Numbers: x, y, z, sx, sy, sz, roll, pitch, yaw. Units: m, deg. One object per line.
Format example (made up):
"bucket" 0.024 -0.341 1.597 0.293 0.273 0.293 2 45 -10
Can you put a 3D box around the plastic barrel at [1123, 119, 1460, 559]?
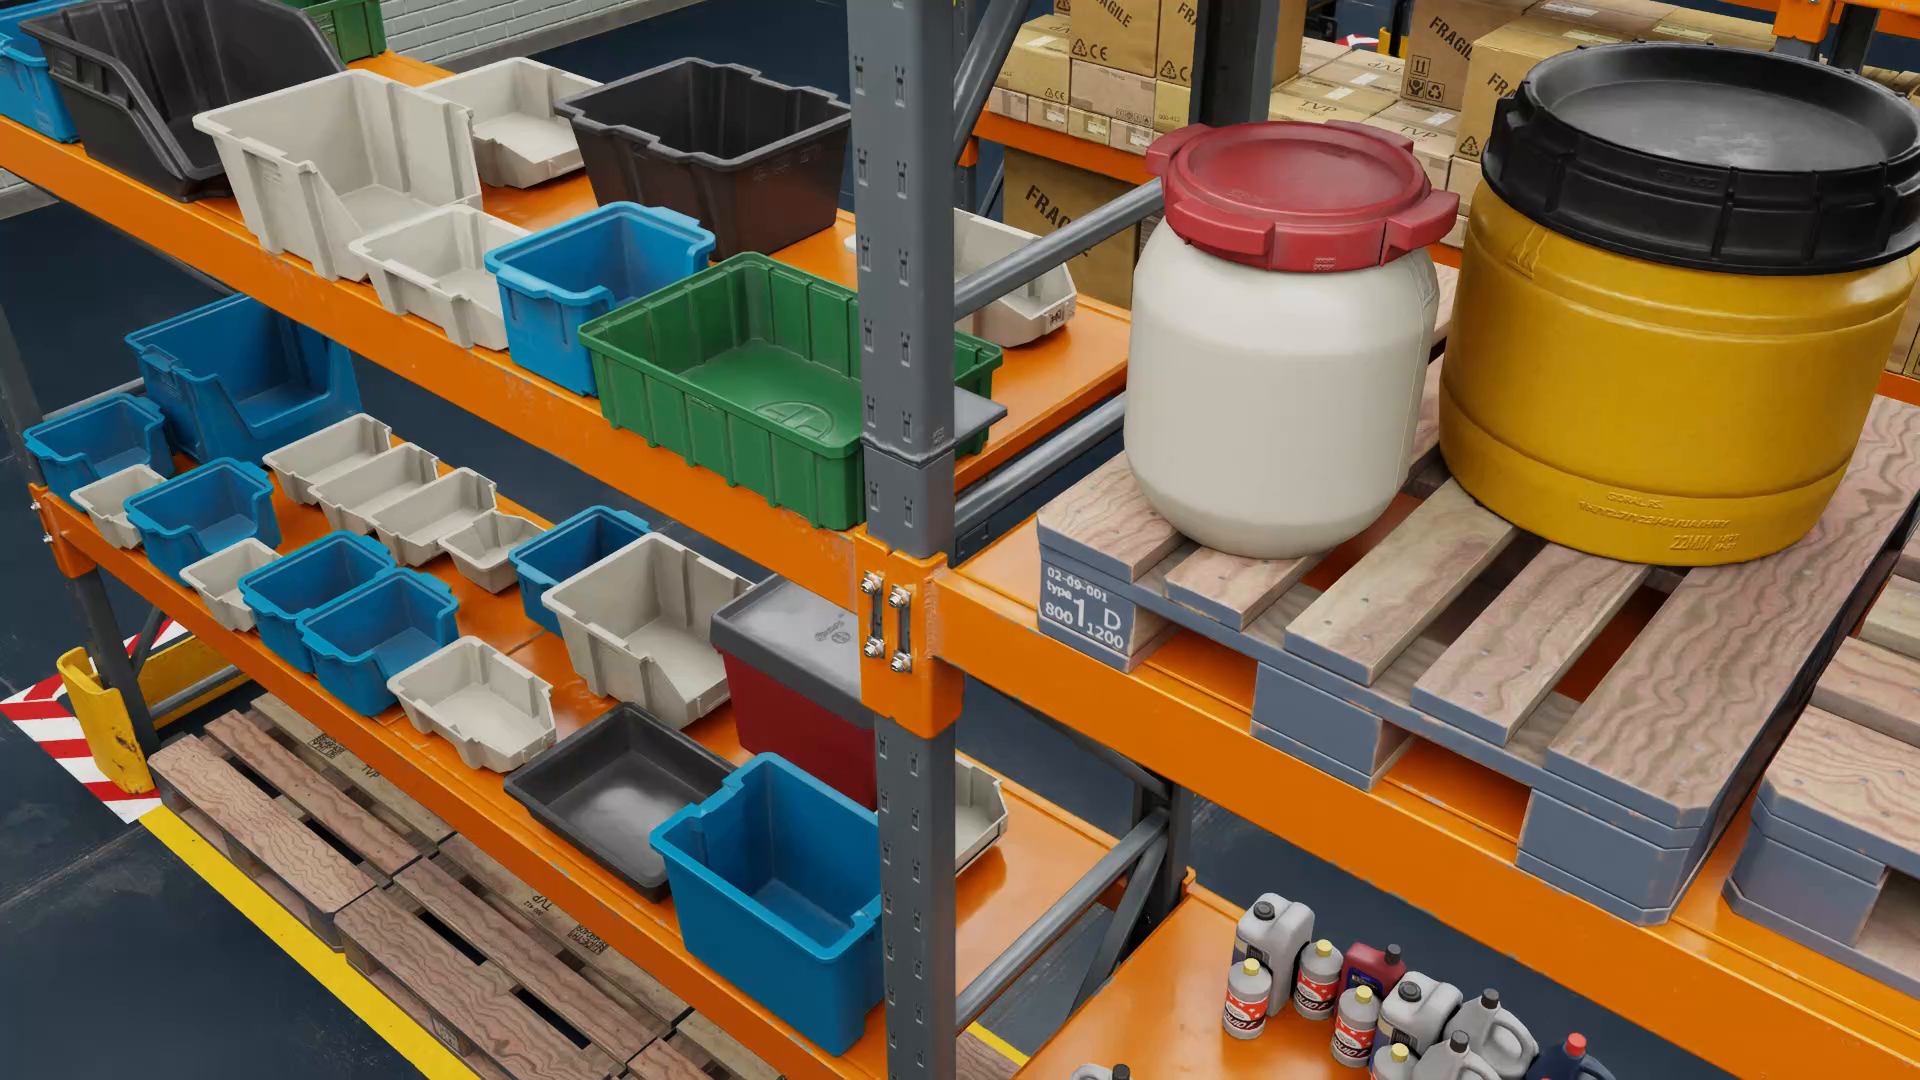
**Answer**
"plastic barrel" 0.452 -0.280 2.367 0.433 0.535 0.433 0 34 0

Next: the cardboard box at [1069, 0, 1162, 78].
"cardboard box" 0.884 -2.615 8.116 0.500 0.500 0.500 24 41 31

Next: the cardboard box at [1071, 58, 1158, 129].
"cardboard box" 0.903 -2.302 8.322 0.500 0.250 0.500 25 41 31

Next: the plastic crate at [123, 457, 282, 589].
"plastic crate" -2.381 -0.047 5.264 0.300 0.233 0.416 25 42 32

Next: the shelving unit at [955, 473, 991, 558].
"shelving unit" -0.127 -0.555 7.498 0.503 1.200 0.258 25 42 32

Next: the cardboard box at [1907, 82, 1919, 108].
"cardboard box" 3.874 -1.496 6.304 0.637 0.503 0.797 24 41 31

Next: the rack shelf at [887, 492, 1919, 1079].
"rack shelf" 1.745 0.671 2.110 4.000 0.370 1.077 25 42 32

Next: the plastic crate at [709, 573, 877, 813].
"plastic crate" -0.317 0.402 4.405 0.583 0.464 0.402 25 42 32

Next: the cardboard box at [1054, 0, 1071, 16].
"cardboard box" 0.846 -3.025 8.713 0.500 0.500 0.500 26 42 32

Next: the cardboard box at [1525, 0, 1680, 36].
"cardboard box" 2.799 -2.105 7.373 0.500 0.500 0.500 25 42 32

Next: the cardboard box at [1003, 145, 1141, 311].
"cardboard box" 0.846 -1.818 9.253 0.875 0.875 0.875 25 42 32

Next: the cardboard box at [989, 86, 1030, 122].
"cardboard box" 0.365 -2.342 8.732 0.250 0.149 0.380 26 42 32

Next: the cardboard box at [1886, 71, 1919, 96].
"cardboard box" 6.323 -2.974 11.052 0.250 0.149 0.380 28 43 34

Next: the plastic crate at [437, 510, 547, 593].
"plastic crate" -1.441 0.038 5.224 0.250 0.136 0.298 25 42 32

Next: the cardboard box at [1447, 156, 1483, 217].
"cardboard box" 2.471 -1.562 7.244 0.500 0.250 0.500 27 43 33

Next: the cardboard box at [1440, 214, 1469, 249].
"cardboard box" 2.341 -1.413 7.379 0.250 0.149 0.380 26 42 33

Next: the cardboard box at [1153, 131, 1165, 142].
"cardboard box" 1.156 -1.971 8.192 0.250 0.149 0.380 24 41 31

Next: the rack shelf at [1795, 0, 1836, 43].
"rack shelf" 4.914 -1.484 5.248 4.000 0.370 1.077 25 42 32

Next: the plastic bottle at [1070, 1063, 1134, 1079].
"plastic bottle" 0.303 1.190 3.412 0.185 0.351 0.144 25 42 32

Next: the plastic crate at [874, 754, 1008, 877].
"plastic crate" -0.058 0.739 4.204 0.243 0.136 0.396 25 42 32

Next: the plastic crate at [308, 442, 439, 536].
"plastic crate" -1.910 -0.151 5.500 0.243 0.136 0.396 25 42 32

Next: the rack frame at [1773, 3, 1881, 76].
"rack frame" 3.377 -1.269 6.948 0.127 3.000 1.000 25 42 32

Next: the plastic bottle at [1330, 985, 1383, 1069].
"plastic bottle" 0.888 1.075 3.711 0.097 0.201 0.097 0 34 0

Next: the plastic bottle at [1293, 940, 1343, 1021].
"plastic bottle" 0.825 1.000 3.819 0.097 0.201 0.097 0 34 0

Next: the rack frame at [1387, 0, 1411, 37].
"rack frame" 3.554 -4.839 12.146 0.127 3.000 1.000 25 42 32

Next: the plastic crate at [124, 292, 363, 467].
"plastic crate" -2.489 -0.562 5.835 0.499 0.435 0.616 25 42 32

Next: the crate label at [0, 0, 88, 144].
"crate label" -2.363 -1.263 4.421 0.502 0.251 0.408 25 42 32

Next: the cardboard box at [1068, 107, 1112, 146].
"cardboard box" 0.760 -2.157 8.463 0.250 0.149 0.380 24 41 31

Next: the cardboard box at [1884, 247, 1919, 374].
"cardboard box" 3.571 -1.035 6.519 0.500 0.500 0.500 25 42 32

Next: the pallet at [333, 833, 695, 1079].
"pallet" -1.323 1.344 5.606 1.213 0.211 1.003 25 42 32

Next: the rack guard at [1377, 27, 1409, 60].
"rack guard" 3.613 -3.781 12.814 0.348 0.500 1.175 25 42 32

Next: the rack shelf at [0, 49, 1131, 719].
"rack shelf" -1.329 -0.778 4.219 4.000 0.370 1.077 25 42 32

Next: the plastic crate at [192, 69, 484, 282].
"plastic crate" -1.360 -0.813 3.740 0.530 0.282 0.437 25 42 32

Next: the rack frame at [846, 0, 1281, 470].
"rack frame" 0.208 -1.587 2.112 0.127 3.000 1.000 25 42 32

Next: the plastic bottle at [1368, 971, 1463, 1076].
"plastic bottle" 0.999 1.072 3.649 0.135 0.276 0.152 25 42 32

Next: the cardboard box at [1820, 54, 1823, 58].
"cardboard box" 5.738 -3.256 11.464 0.250 0.149 0.380 26 42 33

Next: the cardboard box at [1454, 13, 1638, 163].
"cardboard box" 2.471 -1.872 7.034 0.500 0.500 0.500 26 42 32

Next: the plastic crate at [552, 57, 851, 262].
"plastic crate" -0.571 -0.866 3.827 0.590 0.269 0.497 25 42 32

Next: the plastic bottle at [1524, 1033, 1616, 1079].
"plastic bottle" 1.266 1.164 3.449 0.185 0.351 0.144 25 42 32

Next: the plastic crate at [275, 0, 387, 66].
"plastic crate" -1.925 -1.479 4.791 0.336 0.188 0.450 25 42 32

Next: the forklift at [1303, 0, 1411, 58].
"forklift" 2.288 -3.495 10.250 3.031 2.935 1.130 24 41 31

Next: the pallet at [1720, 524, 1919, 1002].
"pallet" 1.747 0.378 2.067 1.213 0.211 1.003 25 42 32

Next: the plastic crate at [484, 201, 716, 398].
"plastic crate" -0.696 -0.472 3.286 0.300 0.233 0.416 25 42 32

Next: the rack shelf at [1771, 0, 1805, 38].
"rack shelf" 1.840 -2.933 7.357 4.000 0.370 1.077 25 42 32

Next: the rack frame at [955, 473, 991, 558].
"rack frame" 0.060 -0.466 7.369 0.015 1.200 0.240 25 42 32

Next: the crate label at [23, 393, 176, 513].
"crate label" -2.887 -0.286 5.611 0.303 0.233 0.416 25 42 32

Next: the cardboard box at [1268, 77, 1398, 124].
"cardboard box" 1.691 -1.931 7.782 0.500 0.250 0.500 24 41 31

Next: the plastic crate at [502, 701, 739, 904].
"plastic crate" -0.824 0.686 4.291 0.590 0.125 0.437 25 42 32

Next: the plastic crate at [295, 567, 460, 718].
"plastic crate" -1.644 0.300 4.759 0.300 0.233 0.416 25 42 32

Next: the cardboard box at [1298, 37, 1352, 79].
"cardboard box" 1.626 -2.350 8.392 0.500 0.250 0.500 24 41 30
